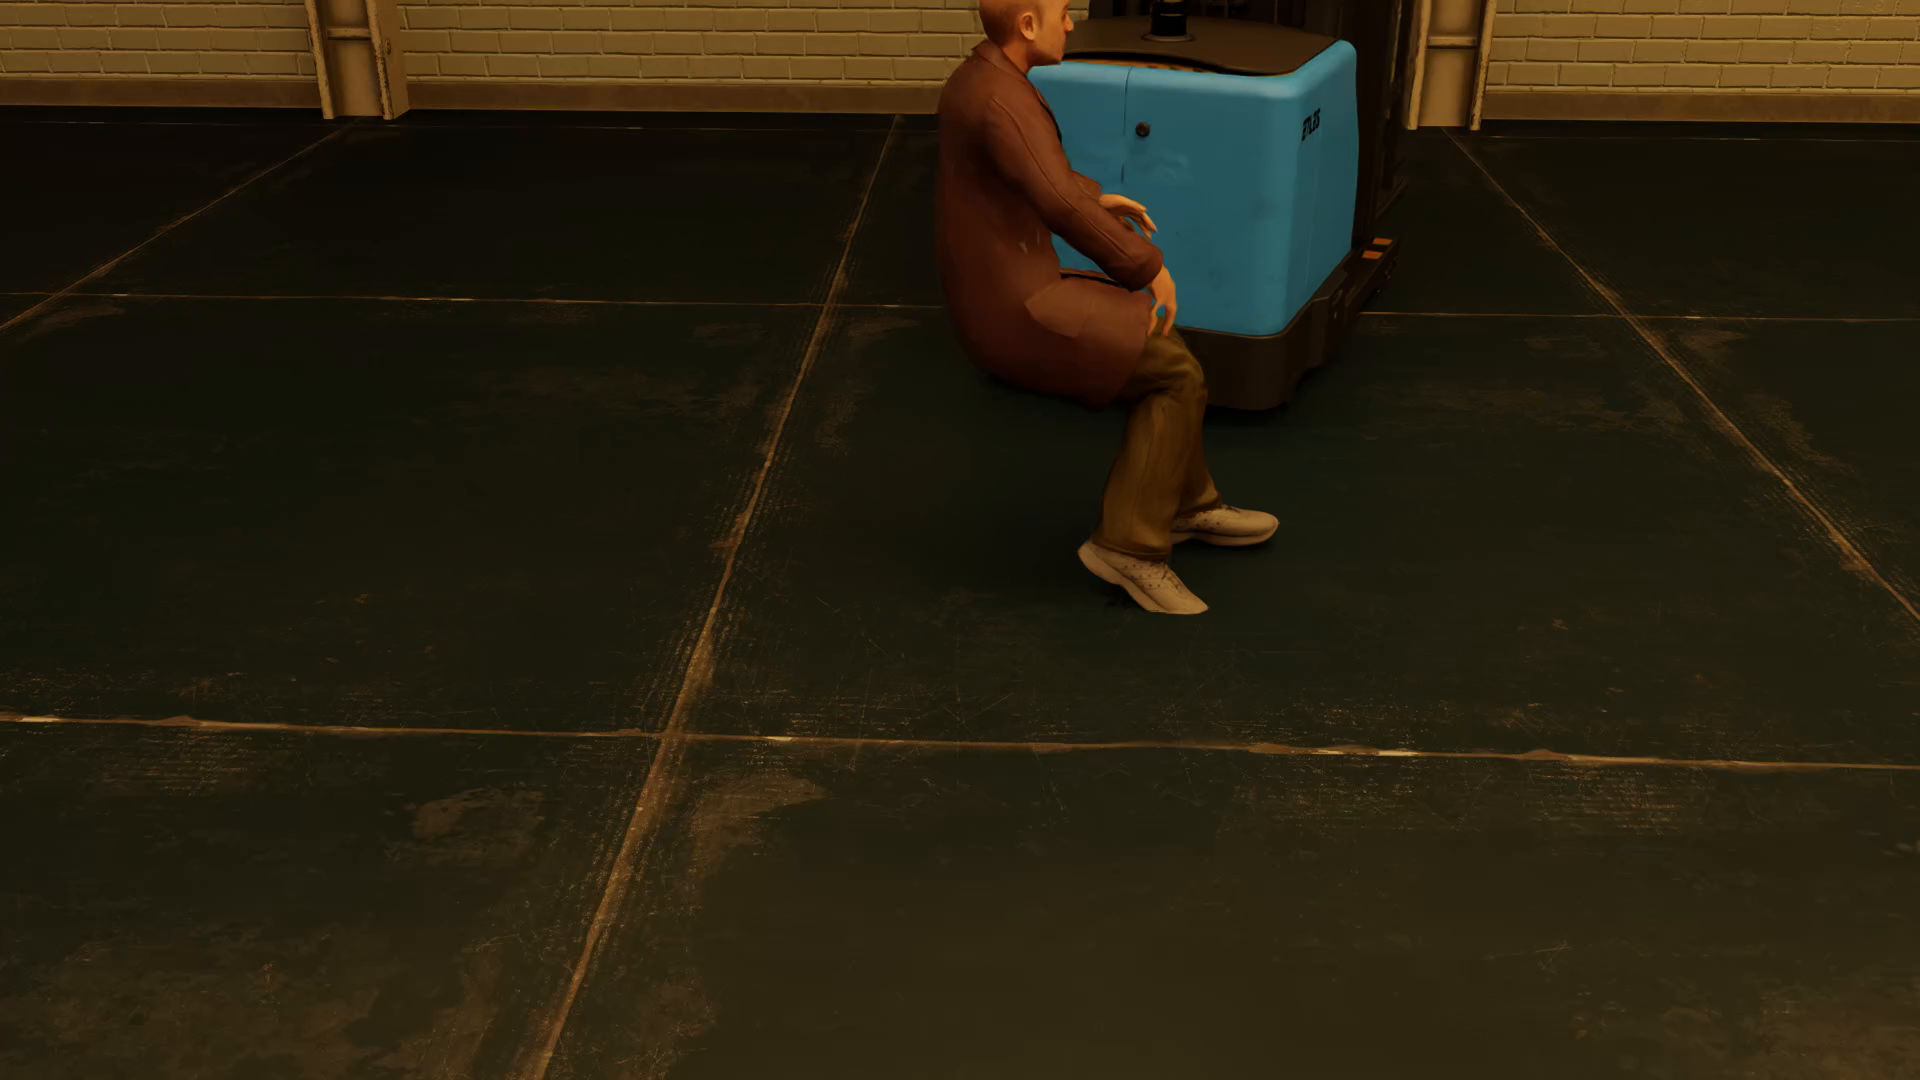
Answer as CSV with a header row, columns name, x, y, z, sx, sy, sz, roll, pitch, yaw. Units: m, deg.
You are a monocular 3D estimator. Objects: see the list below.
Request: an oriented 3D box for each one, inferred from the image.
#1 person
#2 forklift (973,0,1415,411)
name,x,y,z,sx,sy,sz,roll,pitch,yaw
person,0.387,-0.564,4.211,0.909,1.386,0.865,-6,27,-13
forklift,1.107,-2.342,5.957,1.130,2.935,3.031,11,28,21
